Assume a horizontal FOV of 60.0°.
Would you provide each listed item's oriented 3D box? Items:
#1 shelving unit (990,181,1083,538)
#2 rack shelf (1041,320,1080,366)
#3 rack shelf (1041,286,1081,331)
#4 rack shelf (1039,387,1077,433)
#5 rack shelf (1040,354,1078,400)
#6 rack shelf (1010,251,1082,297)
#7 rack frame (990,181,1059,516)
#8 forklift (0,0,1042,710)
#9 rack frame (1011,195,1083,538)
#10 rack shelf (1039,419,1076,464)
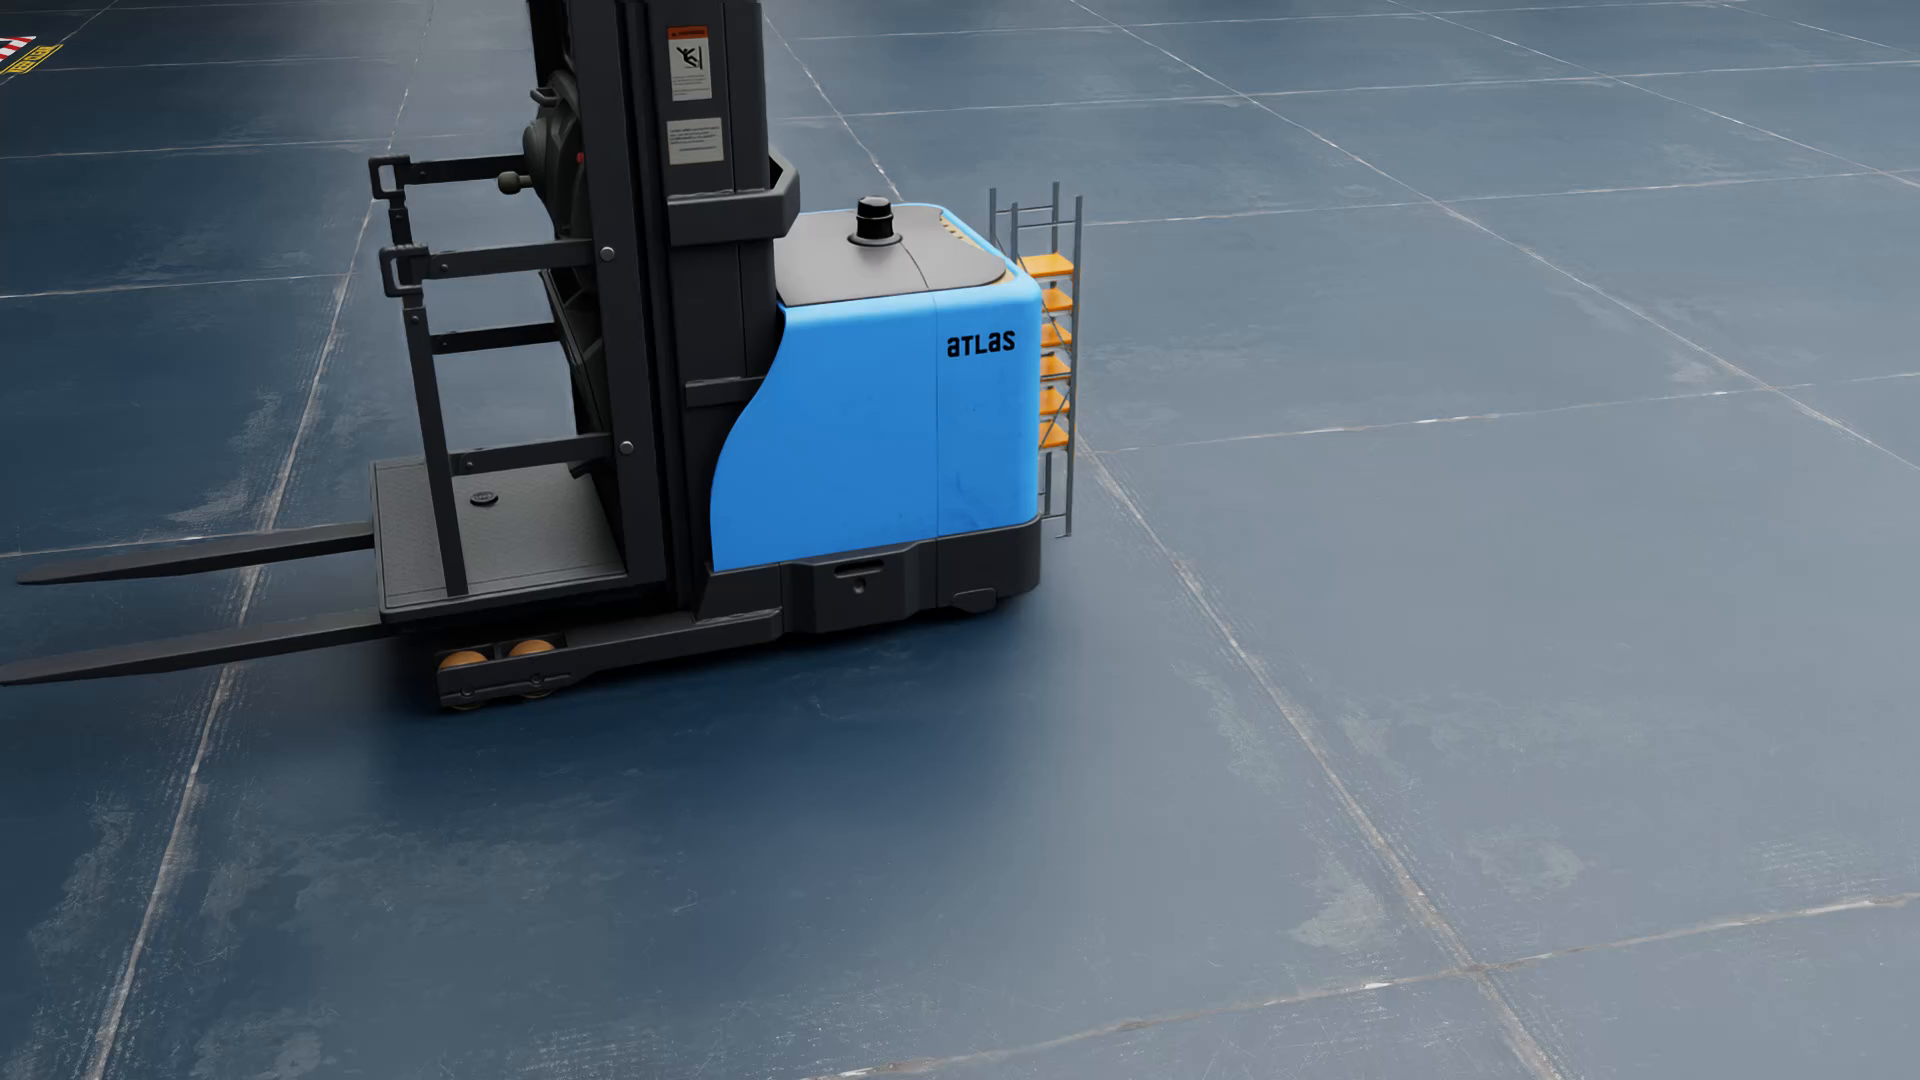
[{"bbox_3d":[0.241,-0.571,5.550,0.258,1.200,0.189,-10,28,-18],"label":"shelving unit"},{"bbox_3d":[0.241,-0.638,5.515,0.258,0.103,0.180,-10,28,-18],"label":"rack shelf"},{"bbox_3d":[0.241,-0.745,5.461,0.258,0.103,0.180,-10,28,-18],"label":"rack shelf"},{"bbox_3d":[0.241,-0.424,5.624,0.258,0.103,0.180,-10,28,-18],"label":"rack shelf"},{"bbox_3d":[0.241,-0.531,5.570,0.258,0.103,0.180,-10,28,-18],"label":"rack shelf"},{"bbox_3d":[0.241,-0.853,5.407,0.258,0.103,0.180,-10,28,-18],"label":"rack shelf"},{"bbox_3d":[0.209,-0.610,5.626,0.240,1.200,0.006,-10,28,-18],"label":"rack frame"},{"bbox_3d":[-1.317,-1.088,4.652,3.031,2.935,1.130,-9,28,-17],"label":"forklift"},{"bbox_3d":[0.273,-0.532,5.473,0.240,1.200,0.006,-10,28,-18],"label":"rack frame"},{"bbox_3d":[0.241,-0.317,5.678,0.258,0.103,0.180,-10,28,-18],"label":"rack shelf"}]
